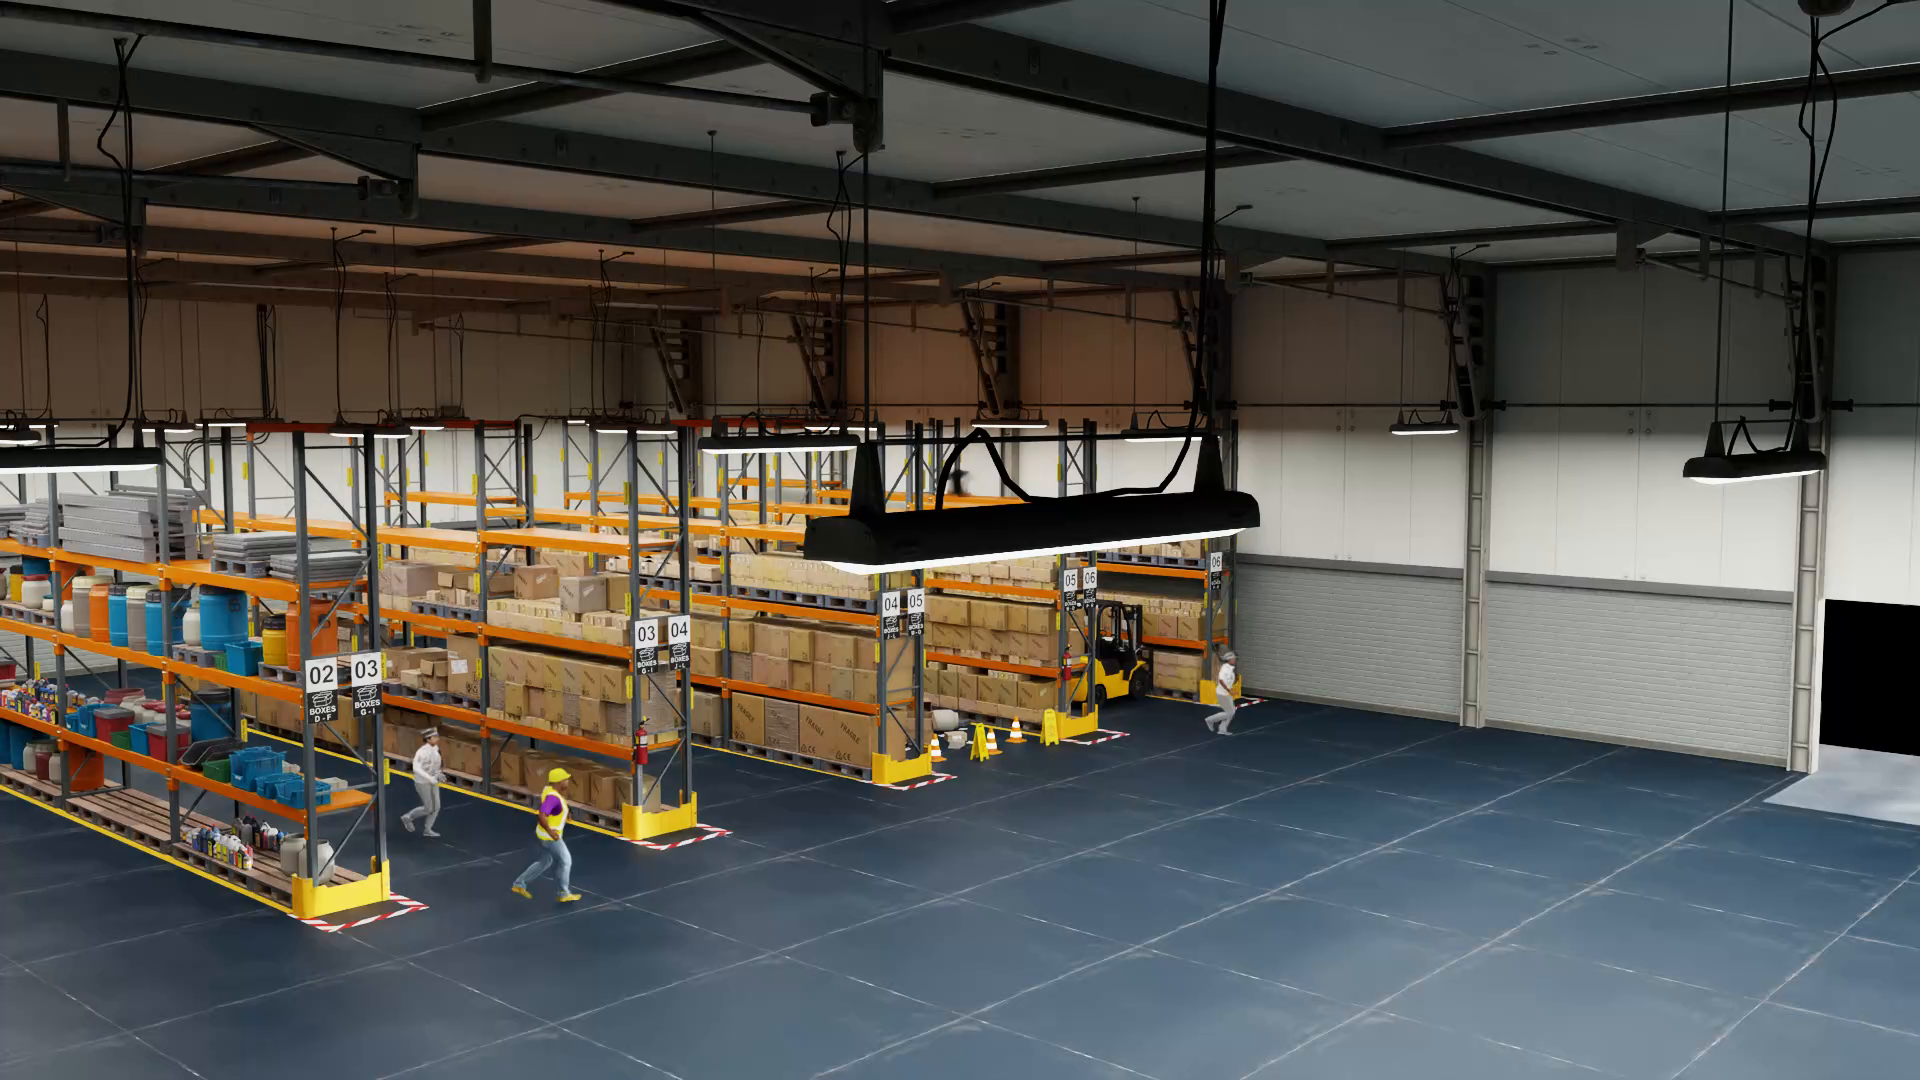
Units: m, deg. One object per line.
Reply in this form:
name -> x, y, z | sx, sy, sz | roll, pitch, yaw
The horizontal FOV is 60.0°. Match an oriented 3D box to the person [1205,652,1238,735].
person -> 5.000, 2.930, 31.808 | 0.600, 1.631, 0.535 | 1, 5, 16

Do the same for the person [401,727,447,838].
person -> -7.864, 3.538, 24.348 | 0.640, 1.640, 0.613 | 1, 5, 16

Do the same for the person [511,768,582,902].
person -> -5.213, 3.740, 20.921 | 0.872, 1.735, 0.719 | -1, 5, -16
